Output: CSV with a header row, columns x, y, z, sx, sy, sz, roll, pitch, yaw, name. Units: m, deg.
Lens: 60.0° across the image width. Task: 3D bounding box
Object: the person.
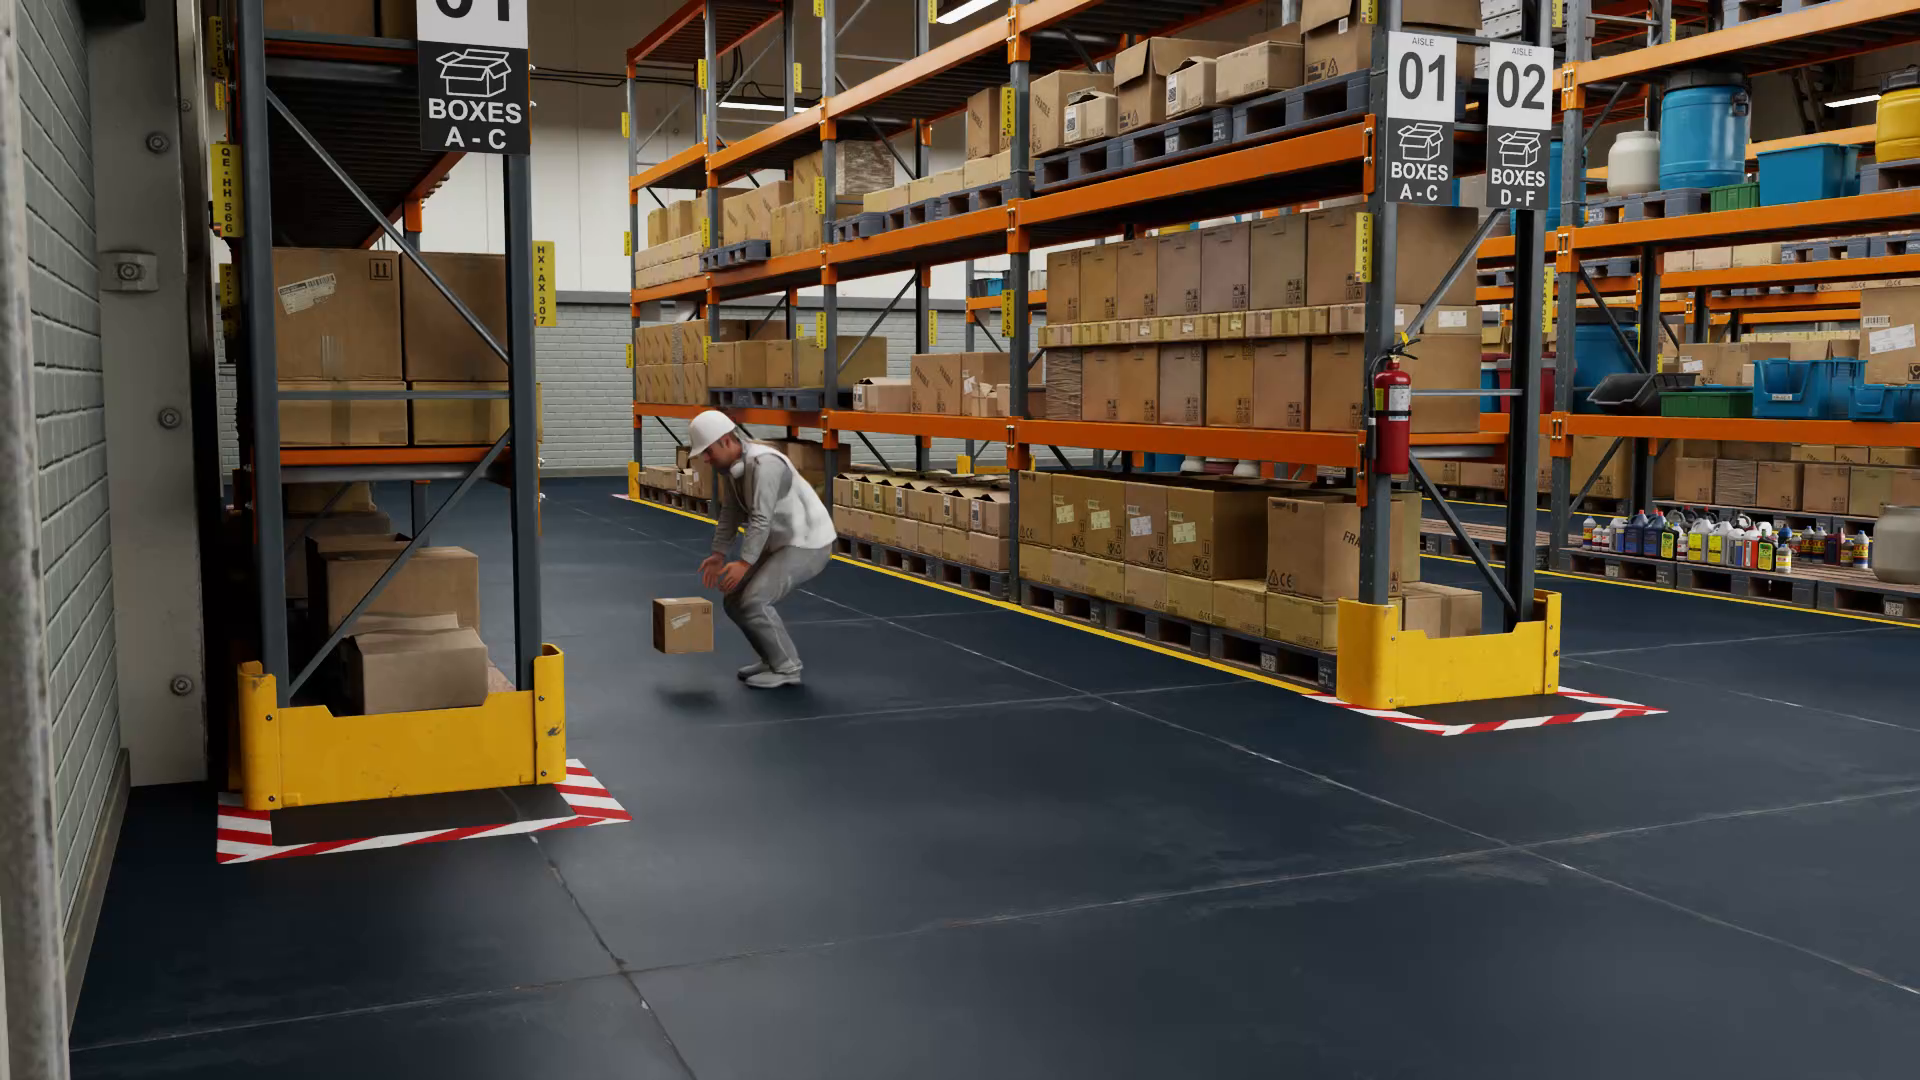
x,y,z,sx,sy,sz,roll,pitch,yaw,name
-1.021,0.041,8.590,0.768,1.422,0.592,-2,6,-24,person
